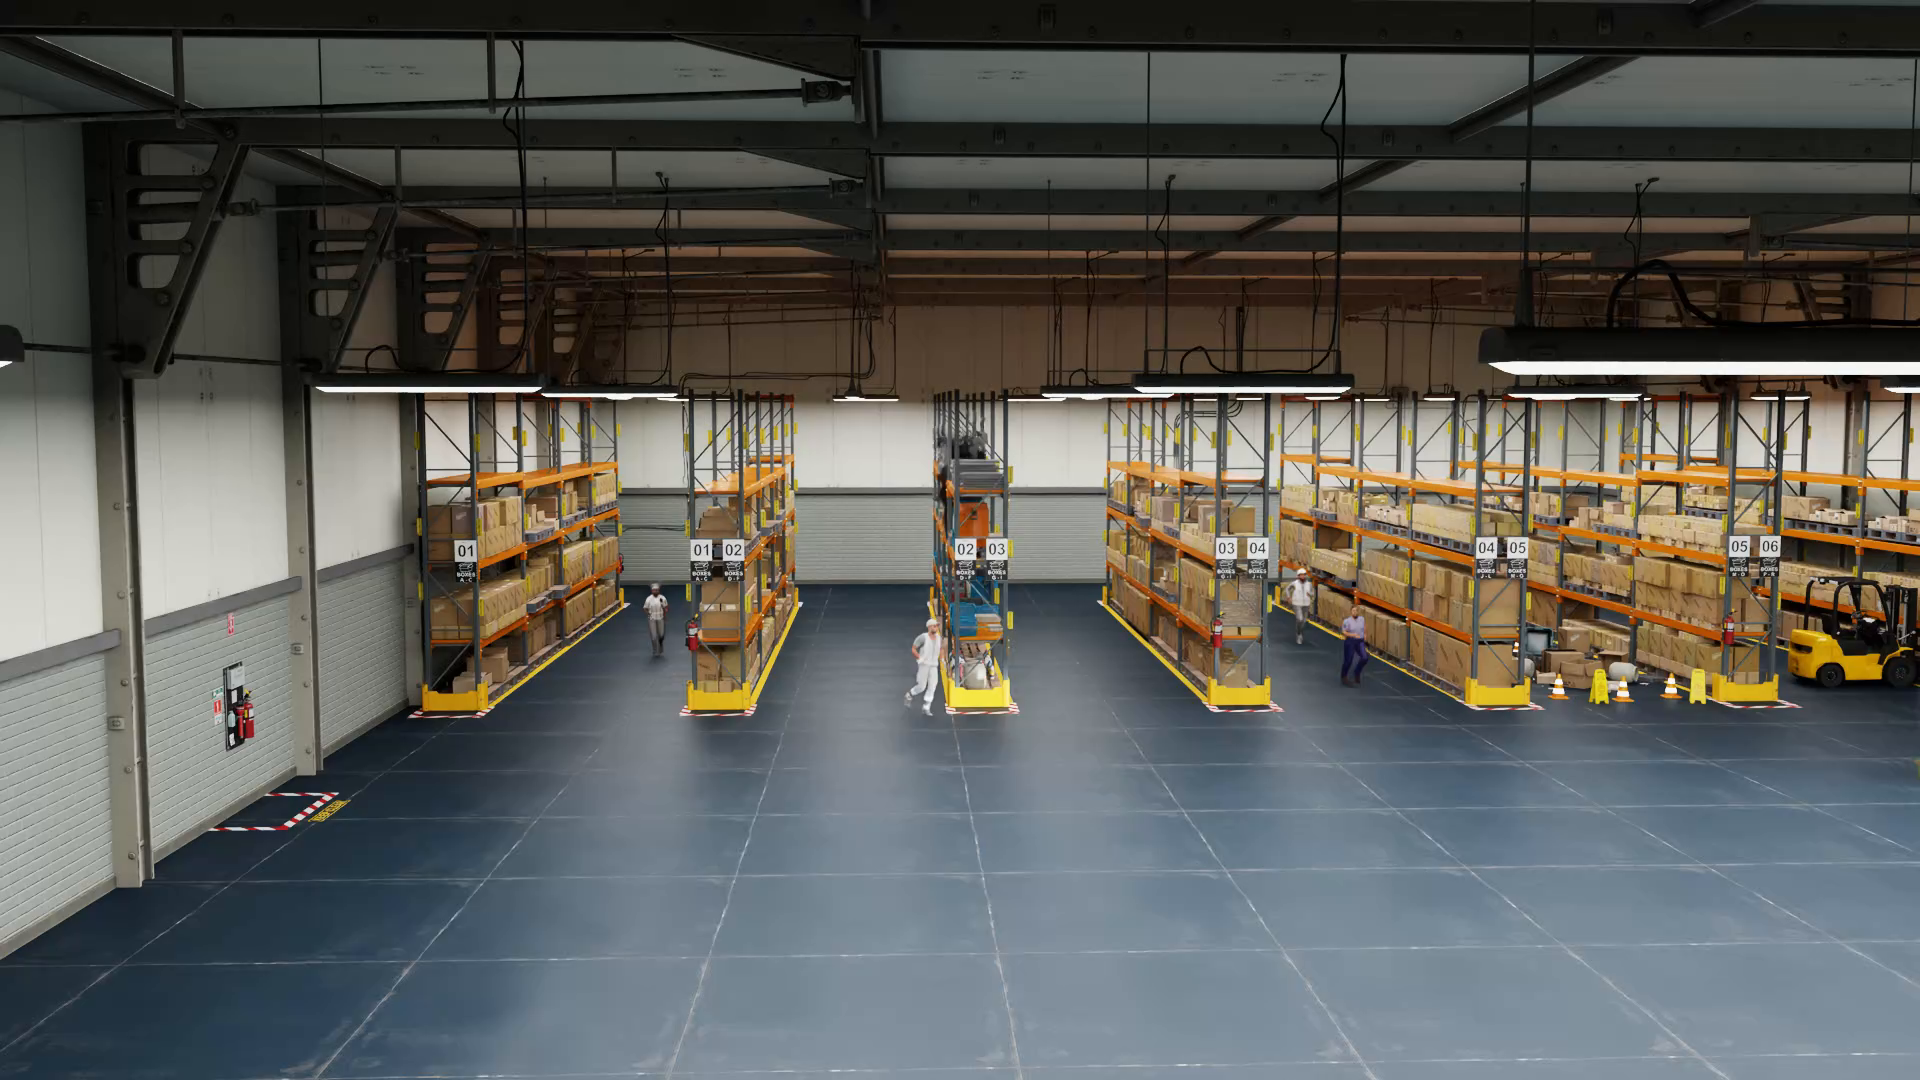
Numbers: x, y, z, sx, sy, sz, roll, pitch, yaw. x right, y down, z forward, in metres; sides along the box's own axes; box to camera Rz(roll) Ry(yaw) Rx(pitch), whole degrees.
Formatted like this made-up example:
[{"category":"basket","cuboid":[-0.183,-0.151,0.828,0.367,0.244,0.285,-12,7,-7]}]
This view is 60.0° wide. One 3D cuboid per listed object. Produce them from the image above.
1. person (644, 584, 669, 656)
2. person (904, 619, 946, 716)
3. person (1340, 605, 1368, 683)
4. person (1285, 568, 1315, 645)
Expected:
[{"category":"person","cuboid":[-6.894,1.813,37.785,0.570,1.654,0.547,-1,5,-14]},{"category":"person","cuboid":[-0.582,2.331,30.883,0.724,1.746,0.775,-3,6,-34]},{"category":"person","cuboid":[8.079,2.130,33.971,0.617,1.598,0.809,-1,5,-7]},{"category":"person","cuboid":[8.178,1.593,39.869,0.624,1.831,0.752,-1,5,-10]}]
